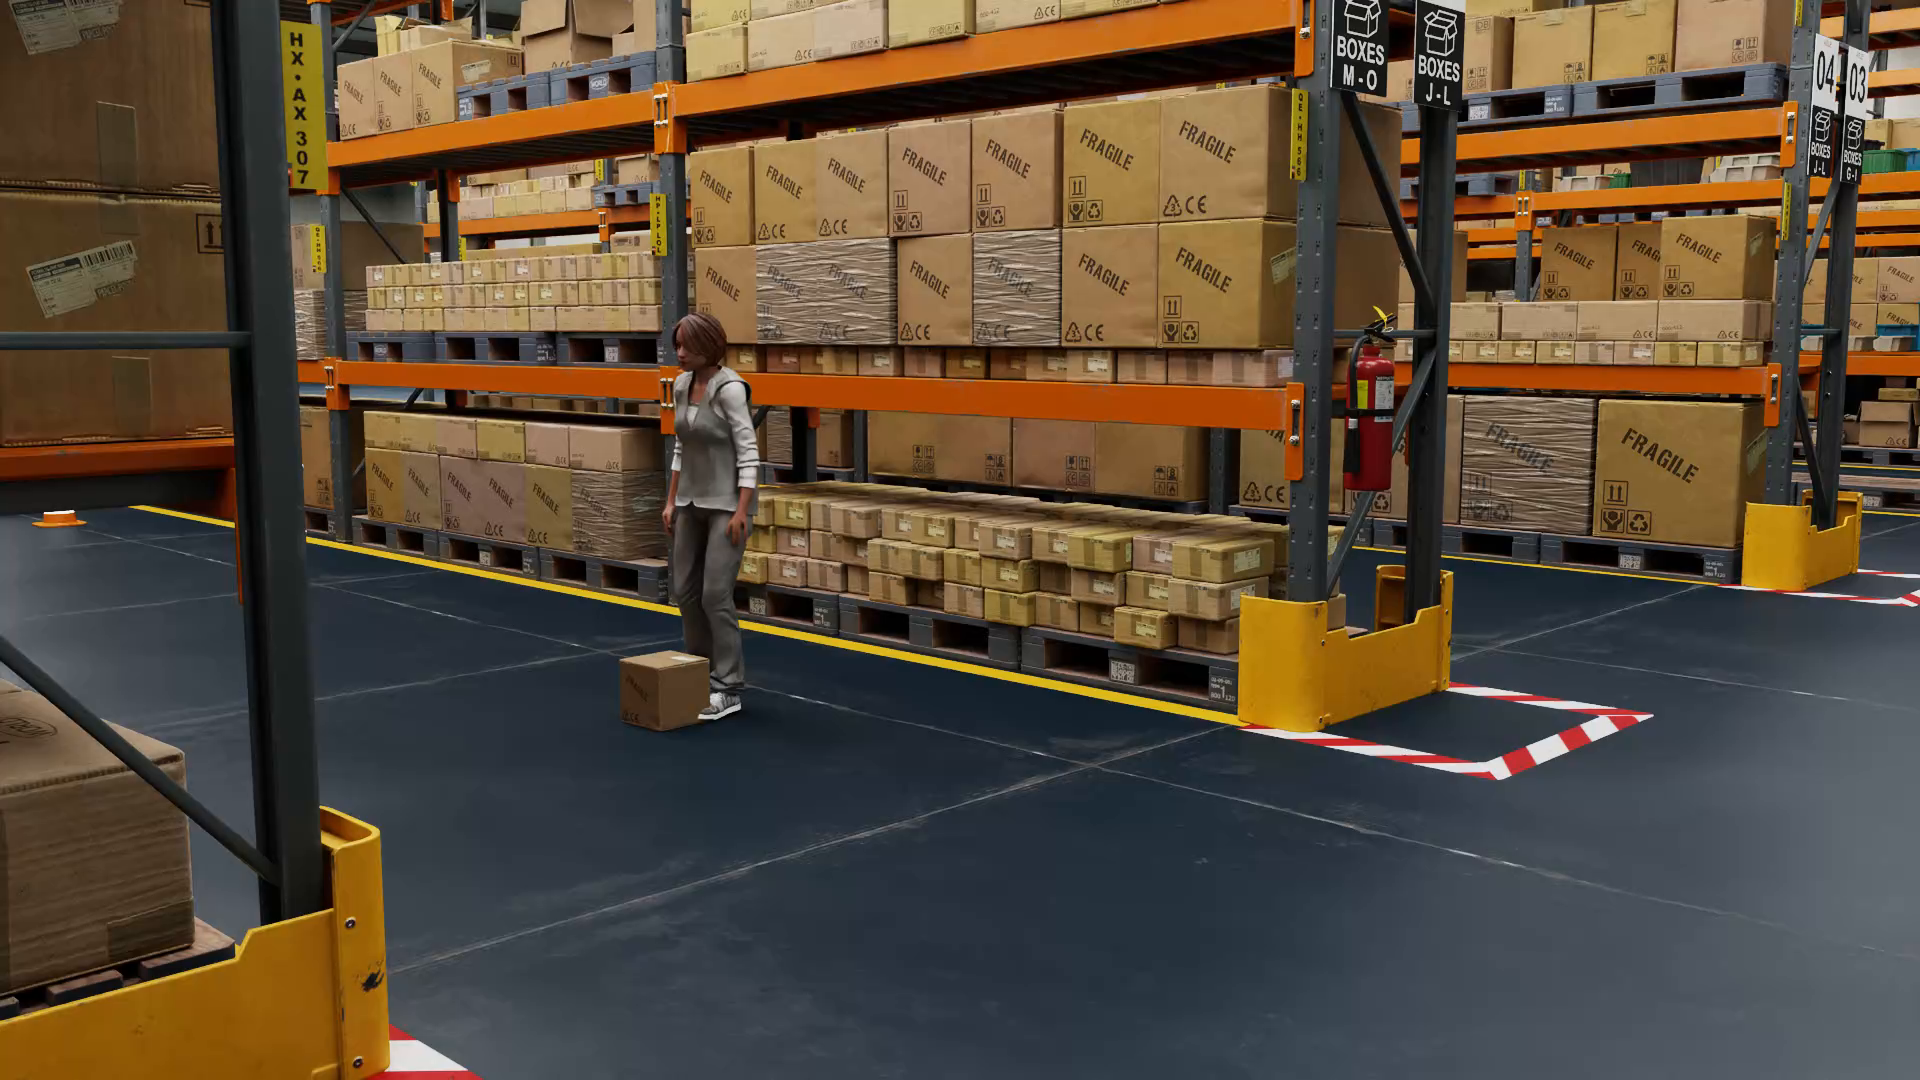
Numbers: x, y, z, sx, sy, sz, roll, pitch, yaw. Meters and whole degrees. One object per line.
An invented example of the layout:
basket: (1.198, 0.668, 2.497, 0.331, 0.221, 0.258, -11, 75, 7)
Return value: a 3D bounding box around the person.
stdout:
person: (-0.998, -0.099, 6.590, 0.484, 1.594, 0.370, 6, 10, 40)
